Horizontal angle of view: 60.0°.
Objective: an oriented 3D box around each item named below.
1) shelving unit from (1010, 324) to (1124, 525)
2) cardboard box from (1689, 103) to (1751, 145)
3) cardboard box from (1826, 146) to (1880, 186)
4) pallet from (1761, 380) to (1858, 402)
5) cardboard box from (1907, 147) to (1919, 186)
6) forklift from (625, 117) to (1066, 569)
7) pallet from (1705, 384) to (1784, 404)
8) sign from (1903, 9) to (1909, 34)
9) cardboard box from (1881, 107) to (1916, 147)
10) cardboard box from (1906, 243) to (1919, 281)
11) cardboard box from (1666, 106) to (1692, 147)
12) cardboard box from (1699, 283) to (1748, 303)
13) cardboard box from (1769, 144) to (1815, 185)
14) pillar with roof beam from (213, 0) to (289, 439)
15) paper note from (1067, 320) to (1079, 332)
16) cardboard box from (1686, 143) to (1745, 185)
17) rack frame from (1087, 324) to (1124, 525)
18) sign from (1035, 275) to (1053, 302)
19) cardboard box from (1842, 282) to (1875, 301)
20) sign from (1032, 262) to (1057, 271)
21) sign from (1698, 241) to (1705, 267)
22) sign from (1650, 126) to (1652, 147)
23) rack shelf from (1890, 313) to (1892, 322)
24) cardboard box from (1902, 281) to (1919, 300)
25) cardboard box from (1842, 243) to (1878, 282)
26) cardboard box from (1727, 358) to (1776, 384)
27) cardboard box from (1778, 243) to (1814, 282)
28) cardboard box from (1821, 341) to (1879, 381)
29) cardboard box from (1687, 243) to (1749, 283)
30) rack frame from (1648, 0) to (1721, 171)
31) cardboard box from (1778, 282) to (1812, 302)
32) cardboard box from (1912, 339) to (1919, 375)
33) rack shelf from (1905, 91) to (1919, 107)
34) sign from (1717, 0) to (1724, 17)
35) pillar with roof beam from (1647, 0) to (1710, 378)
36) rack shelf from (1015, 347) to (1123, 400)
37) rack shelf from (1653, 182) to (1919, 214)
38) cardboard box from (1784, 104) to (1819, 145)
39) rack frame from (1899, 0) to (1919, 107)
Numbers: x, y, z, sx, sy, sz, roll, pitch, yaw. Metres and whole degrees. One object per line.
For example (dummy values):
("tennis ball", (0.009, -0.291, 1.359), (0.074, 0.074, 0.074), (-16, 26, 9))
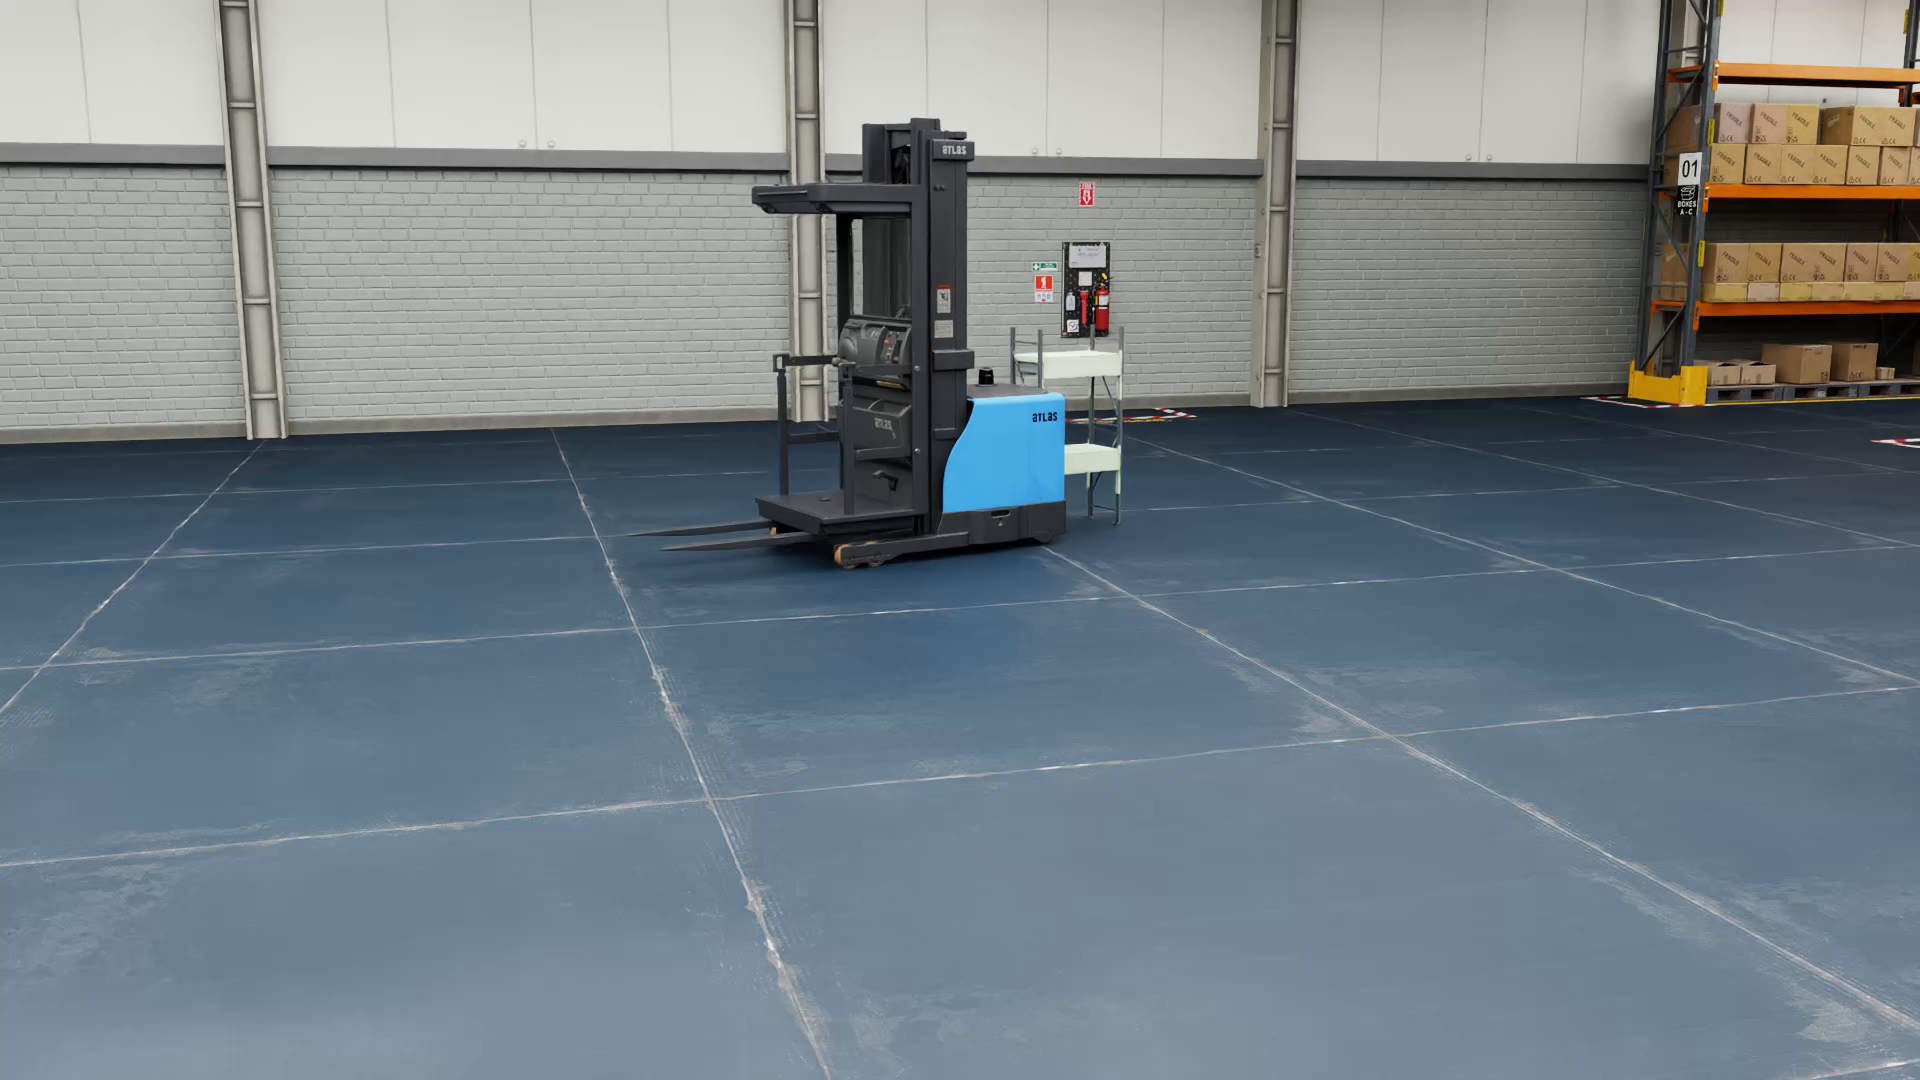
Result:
("shelving unit", (0.800, -0.850, 12.520), (0.755, 1.500, 0.431), (-6, 12, -31))
("cardboard box", (9.743, -5.326, 21.315), (0.500, 0.500, 0.500), (-4, 11, -20))
("cardboard box", (11.720, -4.933, 21.941), (0.500, 0.500, 0.500), (-3, 11, -18))
("pallet", (11.338, -2.051, 22.606), (1.213, 0.211, 1.003), (-3, 11, -16))
("cardboard box", (12.728, -4.991, 22.255), (0.500, 0.500, 0.500), (-3, 11, -14))
("forklift", (-0.764, -1.356, 11.319), (3.031, 2.935, 1.130), (-6, 12, -31))
("pallet", (10.168, -1.990, 22.274), (1.213, 0.211, 1.003), (-3, 11, -16))
("sign", (12.985, -7.109, 22.791), (0.005, 0.325, 0.100), (-3, 11, -16))
("cardboard box", (12.215, -5.449, 21.982), (0.500, 0.500, 0.500), (-2, 11, -13))
("cardboard box", (12.779, -3.752, 22.432), (0.500, 0.500, 0.500), (-3, 11, -16))
("cardboard box", (9.646, -5.416, 21.803), (0.500, 0.500, 0.500), (-3, 11, -13))
("cardboard box", (9.863, -3.228, 21.657), (0.500, 0.250, 0.500), (-3, 11, -18))
("cardboard box", (10.720, -4.878, 21.645), (0.500, 0.500, 0.500), (-2, 11, -13))
("pillar with roof beam", (-6.343, -4.800, 13.264), (0.400, 9.000, 9.100), (-3, 11, -16))
("paper note", (1.402, -2.656, 20.624), (0.142, 0.148, 0.016), (-3, 11, -16))
("cardboard box", (9.696, -4.830, 21.384), (0.500, 0.500, 0.500), (-3, 11, -14))
("rack frame", (1.111, -0.885, 12.709), (0.023, 1.500, 0.400), (-6, 12, -31))
("sign", (1.032, -3.094, 20.470), (0.234, 0.329, 0.001), (-3, 11, -16))
("cardboard box", (11.817, -3.333, 22.224), (0.500, 0.250, 0.500), (-3, 11, -16))
("sign", (1.039, -3.353, 20.415), (0.331, 0.109, 0.001), (-3, 11, -16))
("sign", (9.457, -3.654, 21.220), (0.005, 0.325, 0.100), (-3, 11, -16))
("sign", (9.170, -5.331, 21.989), (0.005, 0.325, 0.100), (-3, 11, -16))
("rack shelf", (15.066, -3.273, 23.525), (4.000, 0.370, 1.077), (-3, 11, -16))
("cardboard box", (12.776, -3.385, 22.506), (0.500, 0.250, 0.500), (-3, 11, -16))
("cardboard box", (11.814, -3.703, 22.162), (0.500, 0.500, 0.500), (-3, 11, -18))
("cardboard box", (10.542, -2.265, 22.277), (0.500, 0.311, 0.500), (-2, 11, -11))
("cardboard box", (10.823, -3.648, 21.865), (0.500, 0.500, 0.500), (-3, 11, -18))
("cardboard box", (12.161, -2.453, 22.774), (0.500, 0.500, 0.500), (-4, 11, -20))
("cardboard box", (9.848, -3.600, 21.602), (0.500, 0.500, 0.500), (-3, 11, -16))
("rack frame", (9.306, -6.273, 21.268), (0.127, 3.000, 1.000), (-3, 11, -16))
("cardboard box", (10.848, -3.282, 21.948), (0.500, 0.250, 0.500), (-3, 11, -17))
("cardboard box", (13.848, -2.552, 23.315), (0.500, 0.500, 0.700), (-3, 11, -14))
("rack shelf", (15.066, -6.026, 23.019), (4.000, 0.370, 1.077), (-3, 11, -16))
("sign", (9.457, -6.677, 20.664), (0.005, 0.325, 0.100), (-3, 11, -16))
("pillar with roof beam", (10.939, -5.711, 18.212), (0.400, 9.000, 9.100), (-3, 11, -16))
("rack shelf", (0.800, -1.234, 12.450), (0.720, 0.370, 0.431), (-6, 12, -31))
("rack shelf", (11.226, -4.545, 22.154), (4.000, 0.370, 1.077), (-3, 11, -16))
("cardboard box", (10.728, -5.371, 21.556), (0.500, 0.500, 0.500), (-3, 11, -14))
("rack frame", (13.146, -6.476, 22.367), (0.127, 3.000, 1.000), (-3, 11, -16))
